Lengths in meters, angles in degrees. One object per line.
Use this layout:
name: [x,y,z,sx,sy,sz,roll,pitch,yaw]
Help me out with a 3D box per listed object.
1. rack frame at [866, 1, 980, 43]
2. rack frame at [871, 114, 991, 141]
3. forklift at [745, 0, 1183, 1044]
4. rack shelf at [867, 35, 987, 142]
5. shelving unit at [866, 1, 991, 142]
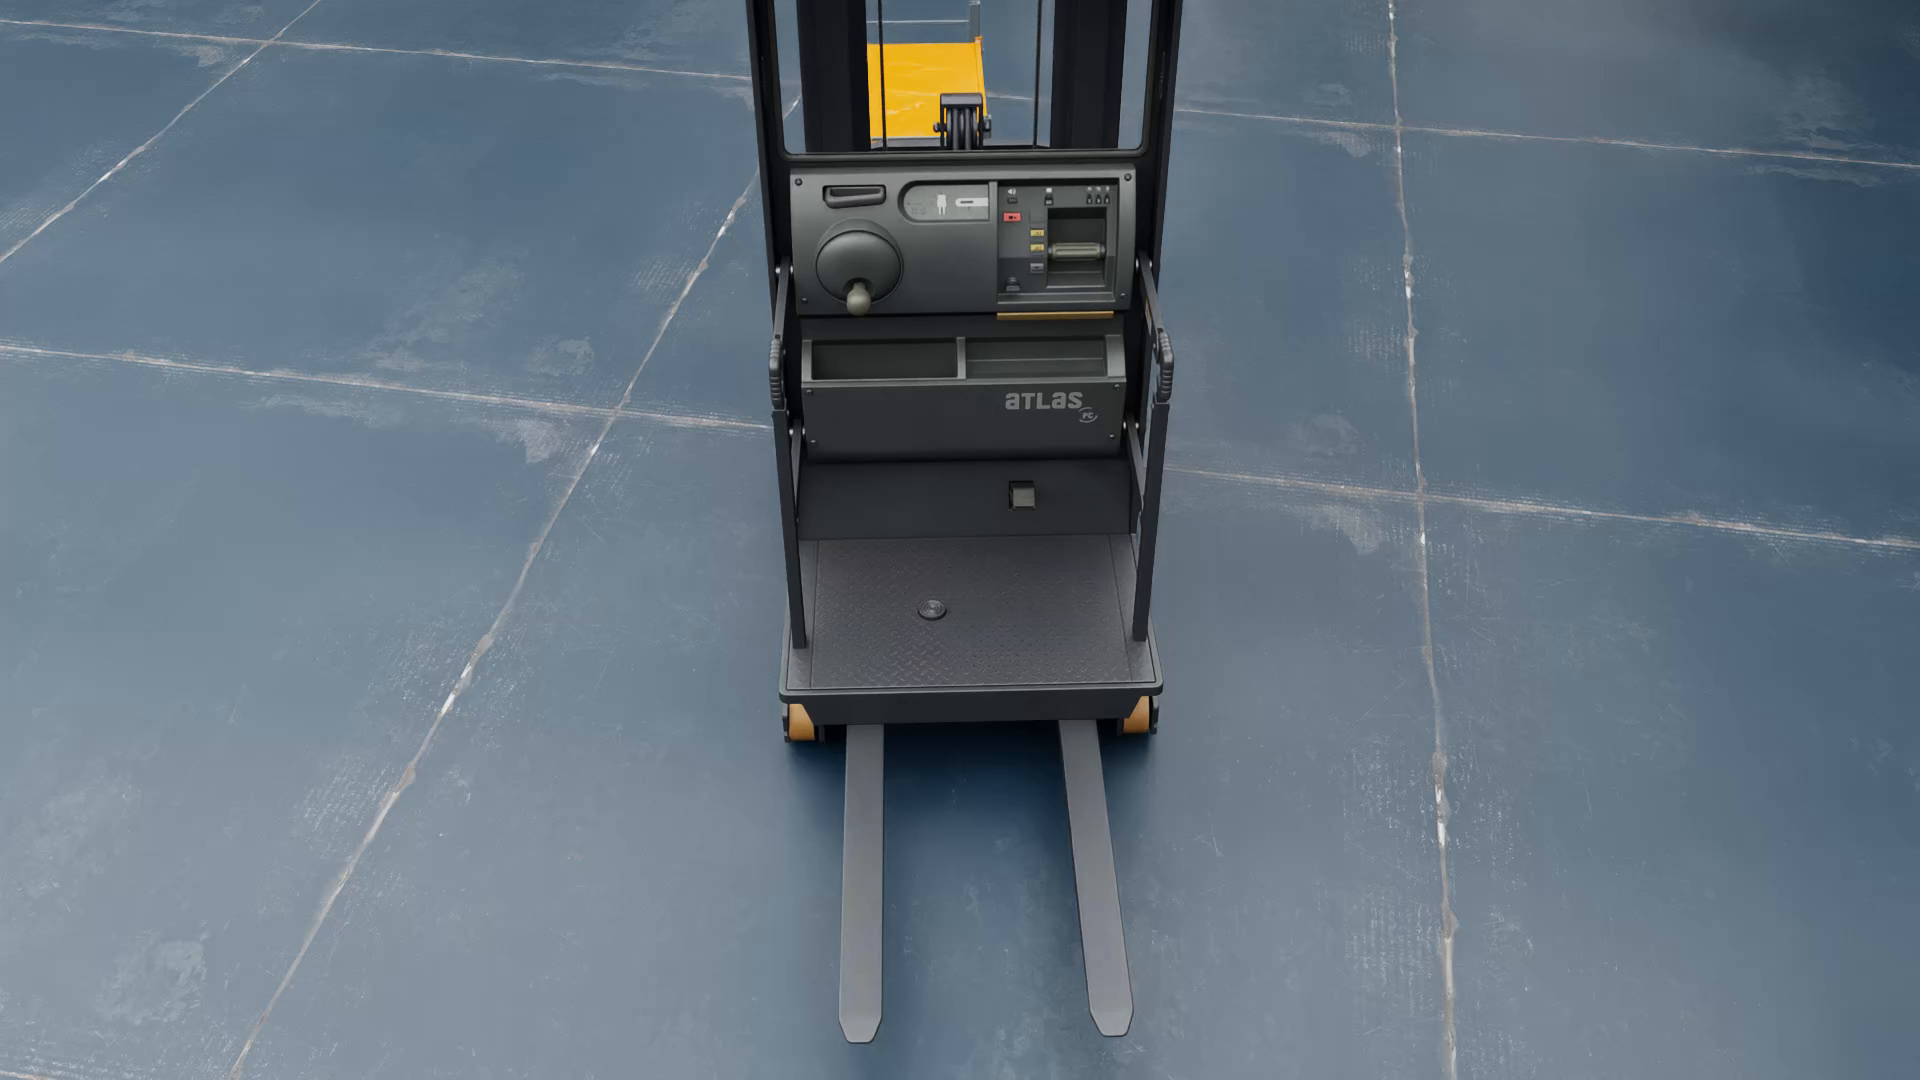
rack frame: [-0.171,-1.679,6.898,0.500,1.125,0.032,-1,40,-1]
rack frame: [-0.142,-1.031,6.115,0.500,1.125,0.032,-1,40,-1]
forklift: [0.019,-0.733,4.336,1.130,2.935,3.031,-1,40,-1]
rack shelf: [-0.157,-1.581,6.320,0.538,0.278,1.000,-1,40,-1]
shelving unit: [-0.157,-1.355,6.506,0.538,1.125,1.048,-1,40,-1]
